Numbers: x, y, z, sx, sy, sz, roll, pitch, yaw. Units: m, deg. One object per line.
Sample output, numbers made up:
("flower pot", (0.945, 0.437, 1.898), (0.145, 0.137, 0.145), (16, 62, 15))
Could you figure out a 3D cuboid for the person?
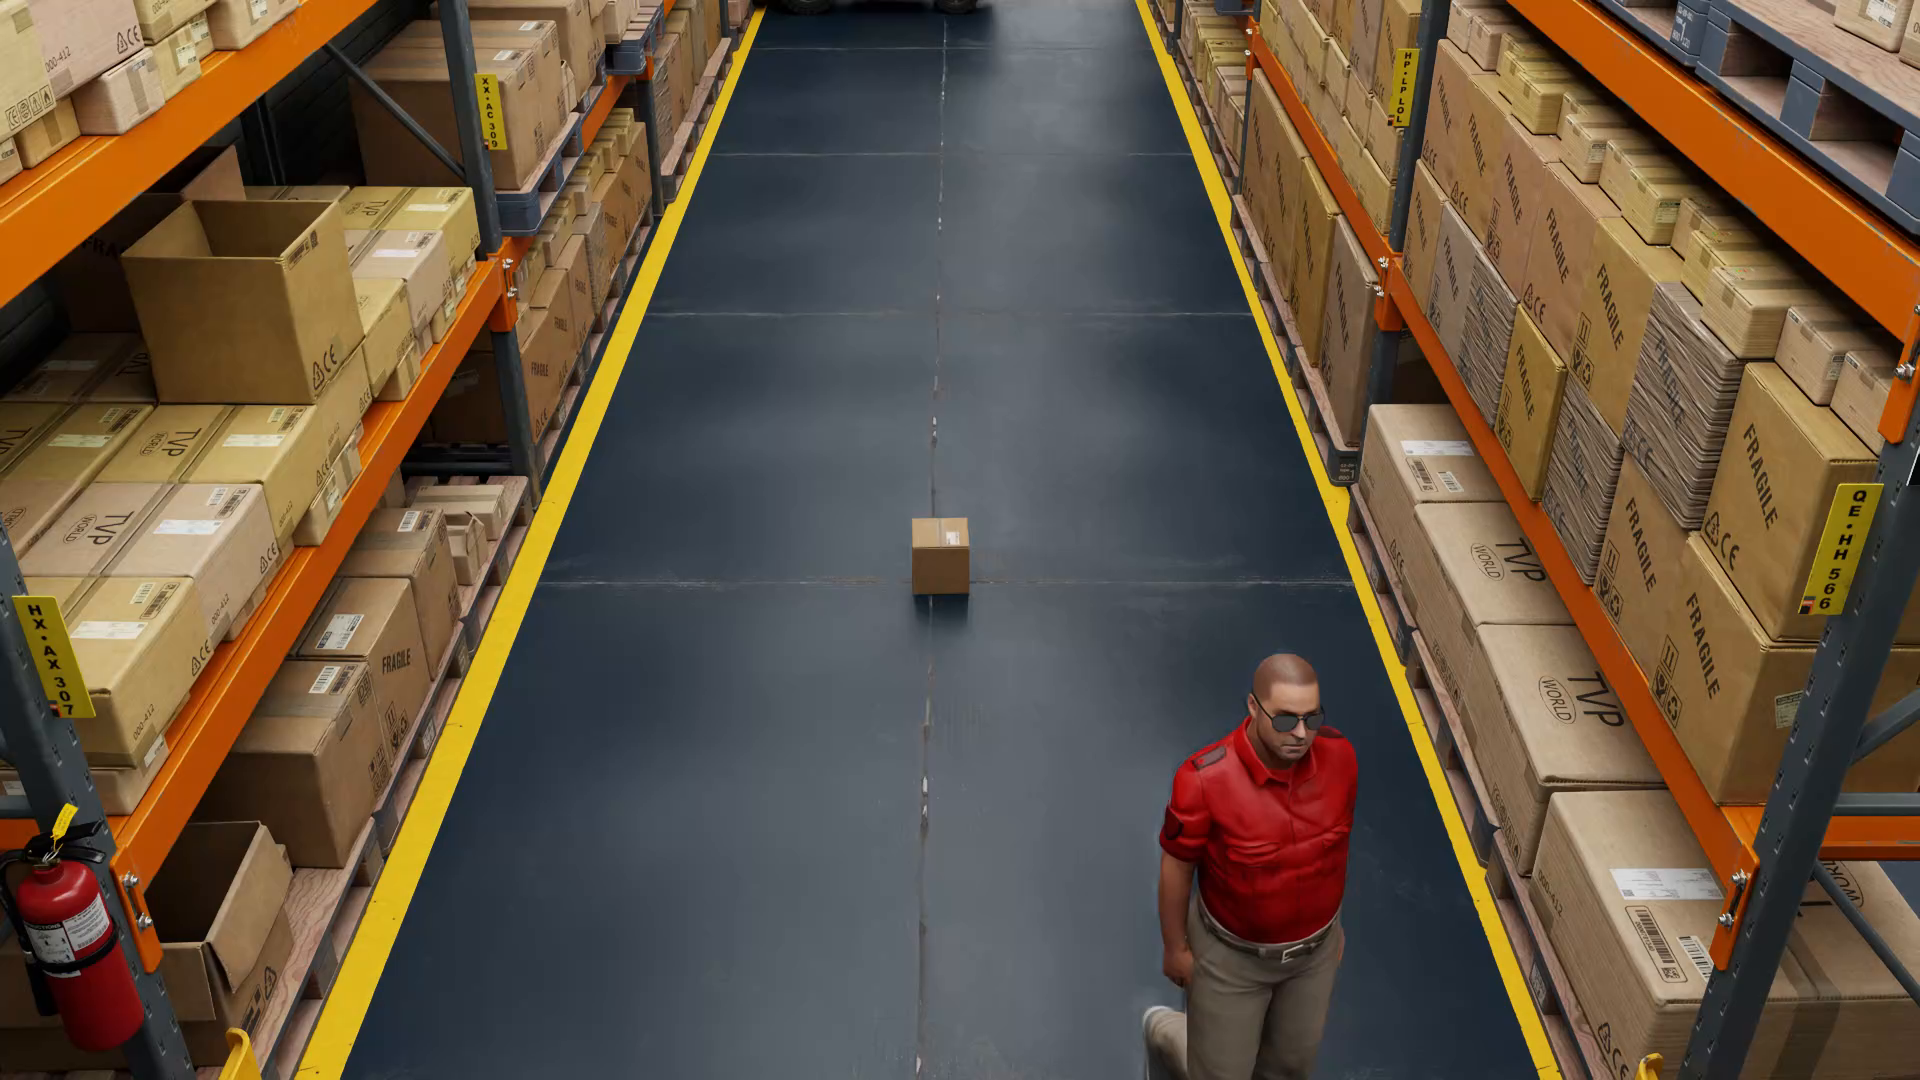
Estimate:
("person", (0.790, 0.765, 4.211), (0.538, 1.036, 0.340), (-11, 33, -18))
